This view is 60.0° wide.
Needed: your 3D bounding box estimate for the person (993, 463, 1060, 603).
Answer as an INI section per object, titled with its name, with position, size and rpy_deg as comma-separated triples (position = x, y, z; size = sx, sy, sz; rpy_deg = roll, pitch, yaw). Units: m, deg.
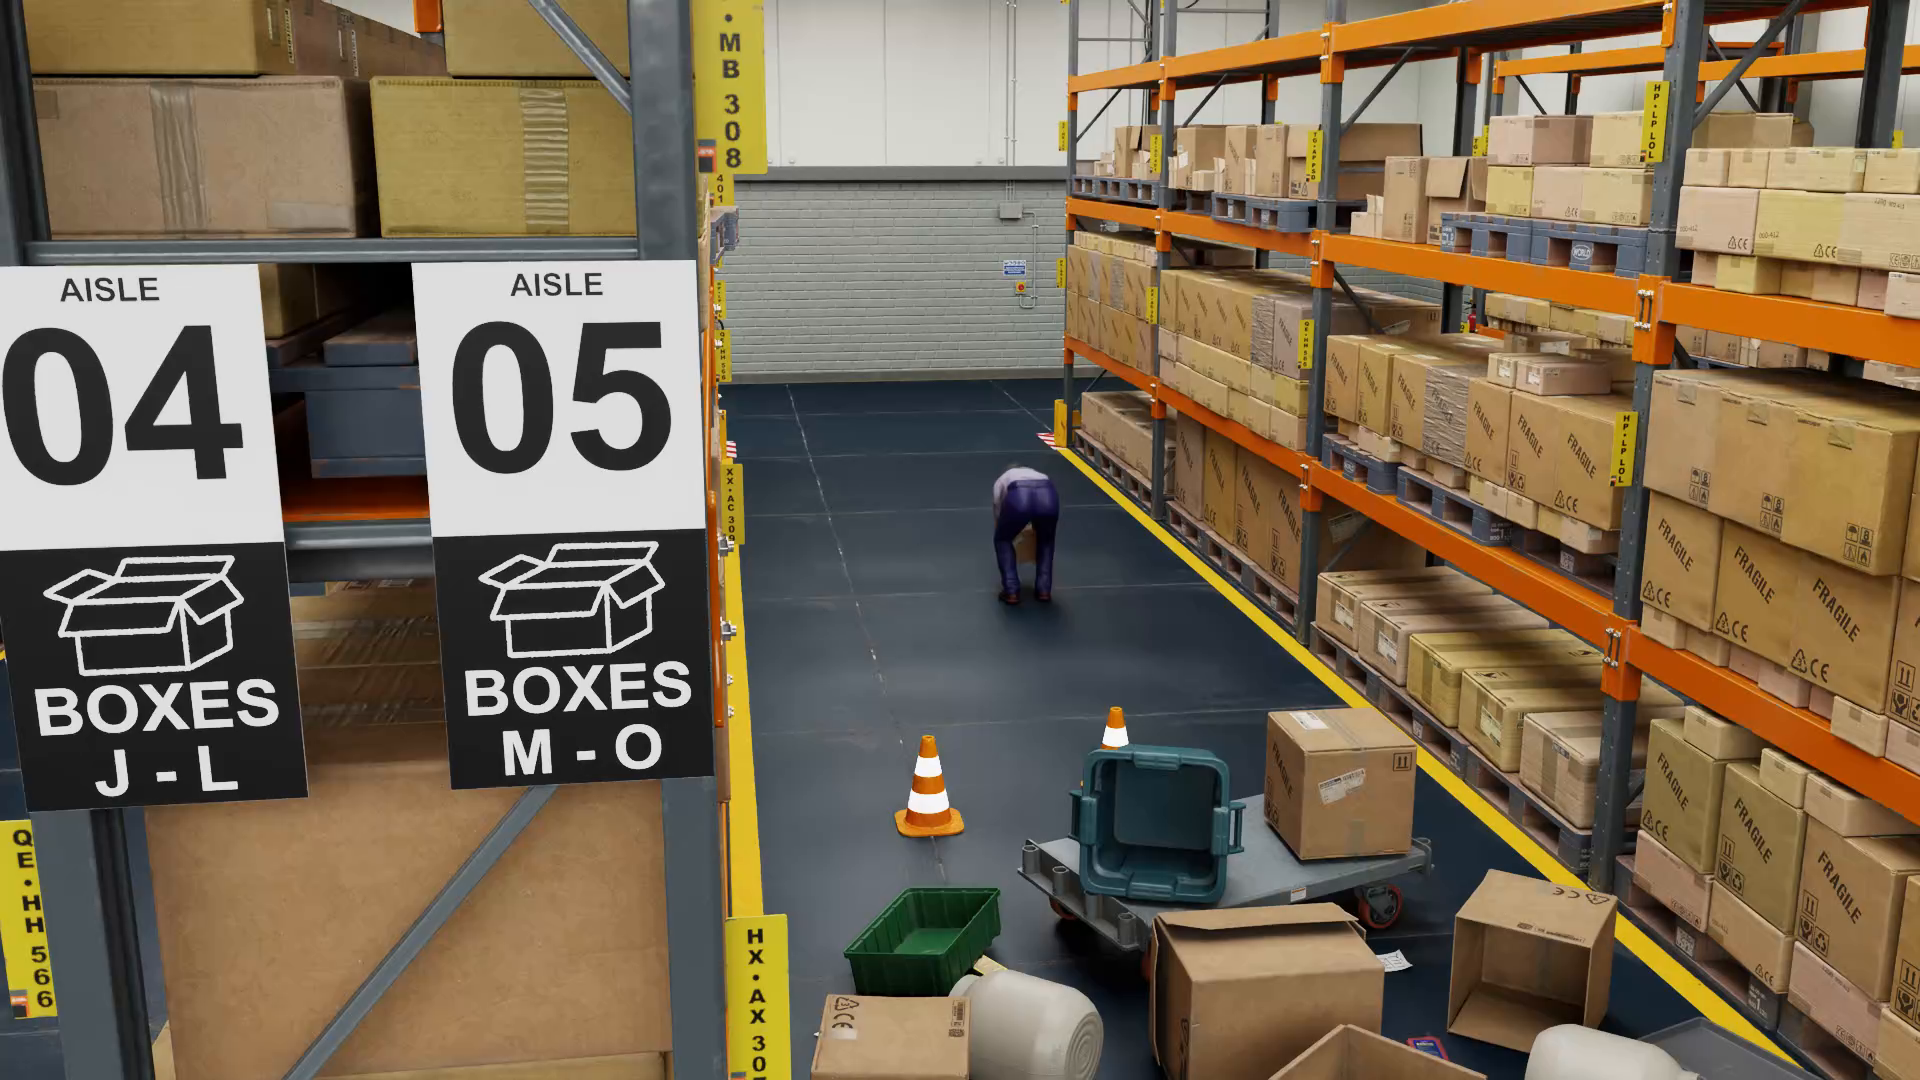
[person]
position = 0.475, -0.063, 12.735
size = 0.480, 0.986, 0.910
rpy_deg = -3, 14, -11
